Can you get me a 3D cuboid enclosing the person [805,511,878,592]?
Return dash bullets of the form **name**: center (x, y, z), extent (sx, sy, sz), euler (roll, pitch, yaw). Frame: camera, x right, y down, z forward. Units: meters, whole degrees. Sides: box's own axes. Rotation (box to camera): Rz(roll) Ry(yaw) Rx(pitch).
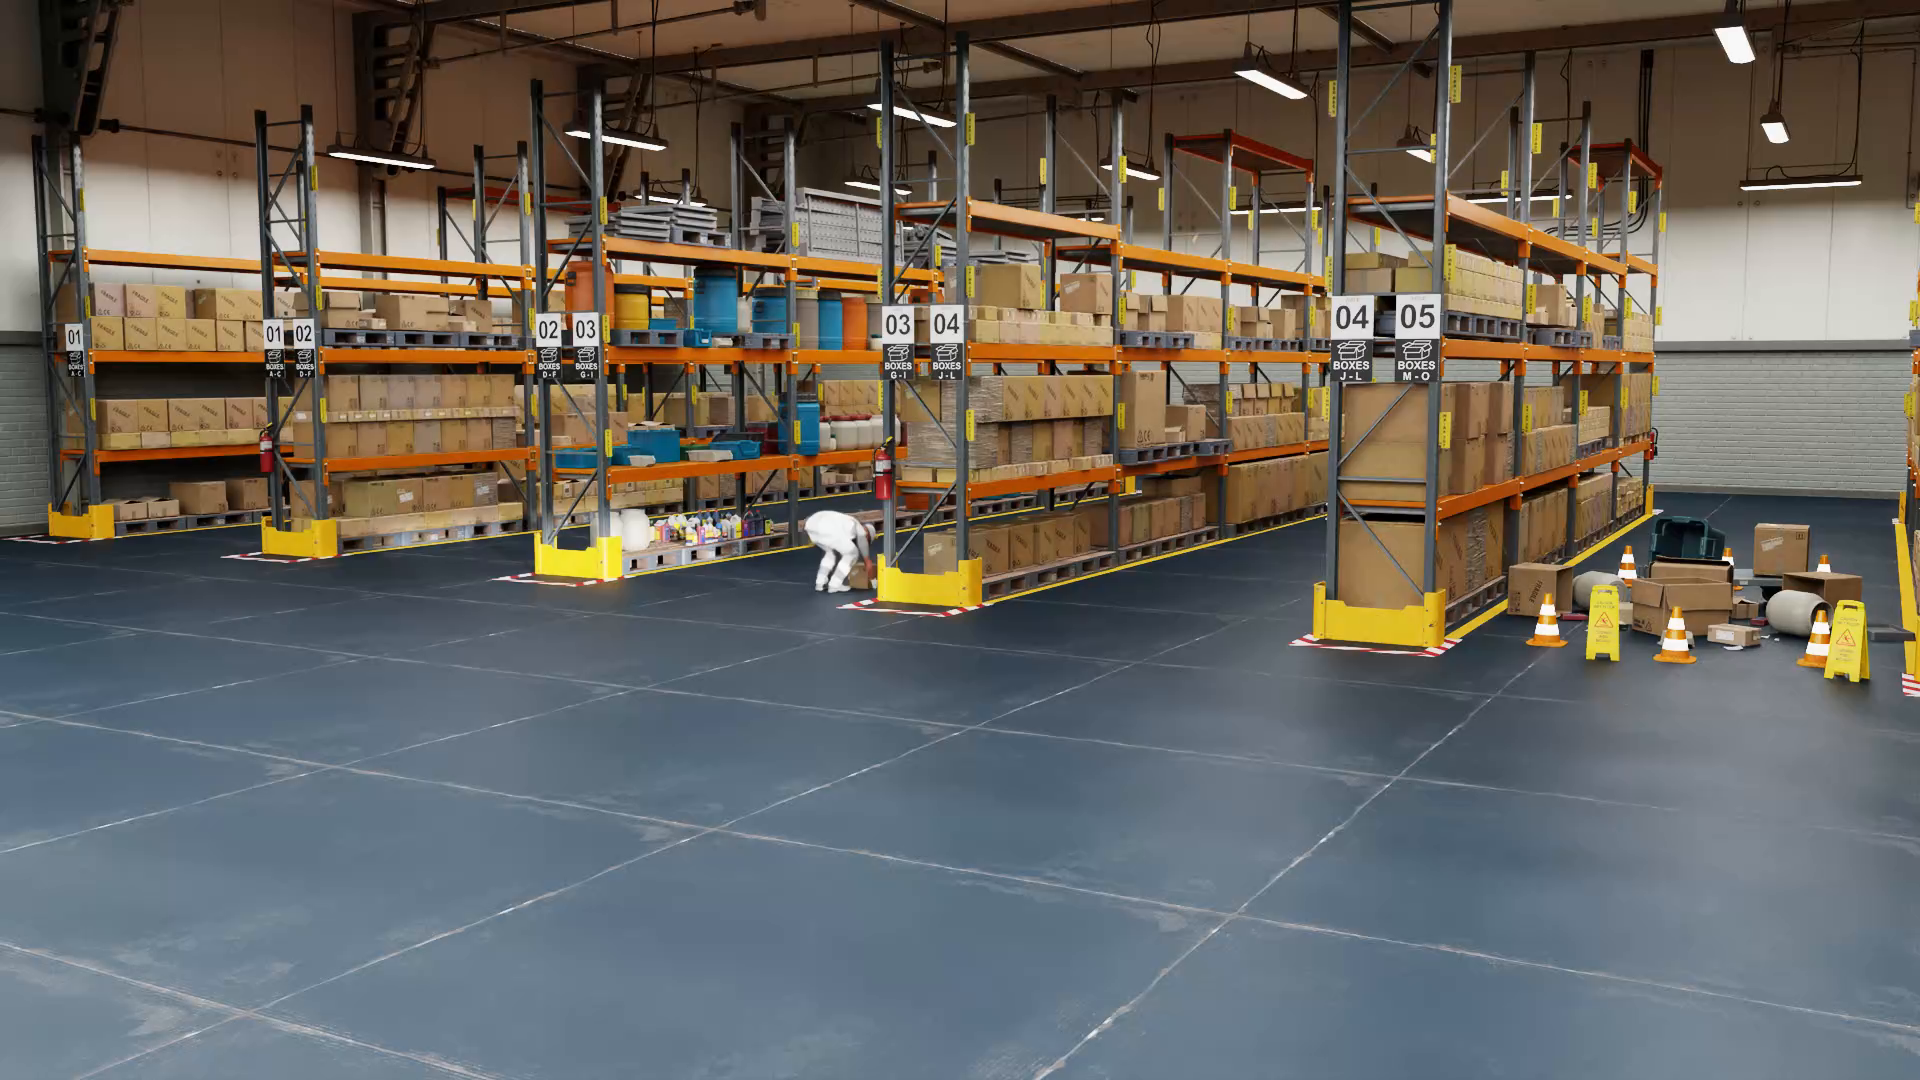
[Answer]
- **person**: center (-1.344, 0.120, 19.126), extent (0.952, 0.923, 0.535), euler (-5, 8, -43)
